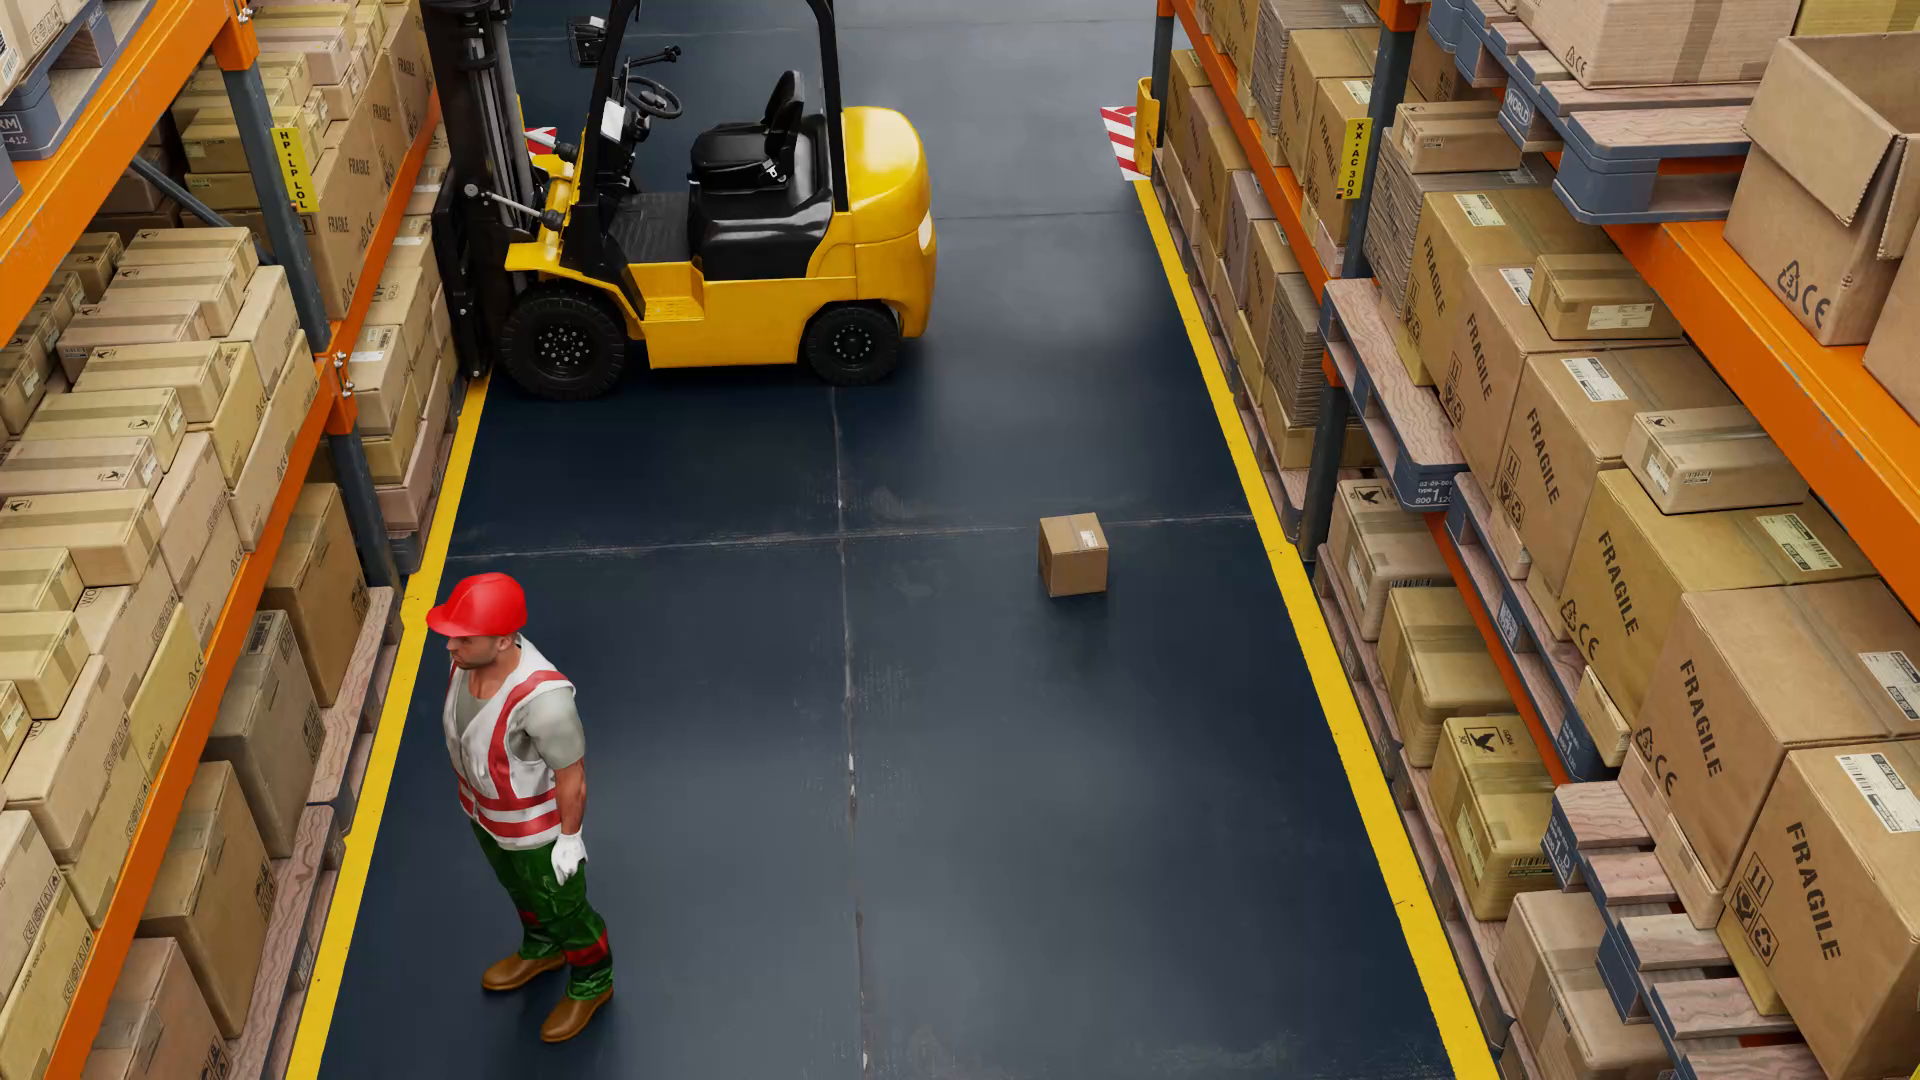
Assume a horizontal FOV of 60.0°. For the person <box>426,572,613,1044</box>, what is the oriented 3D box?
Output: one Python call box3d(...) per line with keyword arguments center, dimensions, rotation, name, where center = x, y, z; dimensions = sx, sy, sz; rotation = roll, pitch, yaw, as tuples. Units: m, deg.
box3d(center=(-1.356, 0.831, 5.096), dimensions=(0.544, 1.795, 0.373), rotation=(31, 48, 33), name="person")
